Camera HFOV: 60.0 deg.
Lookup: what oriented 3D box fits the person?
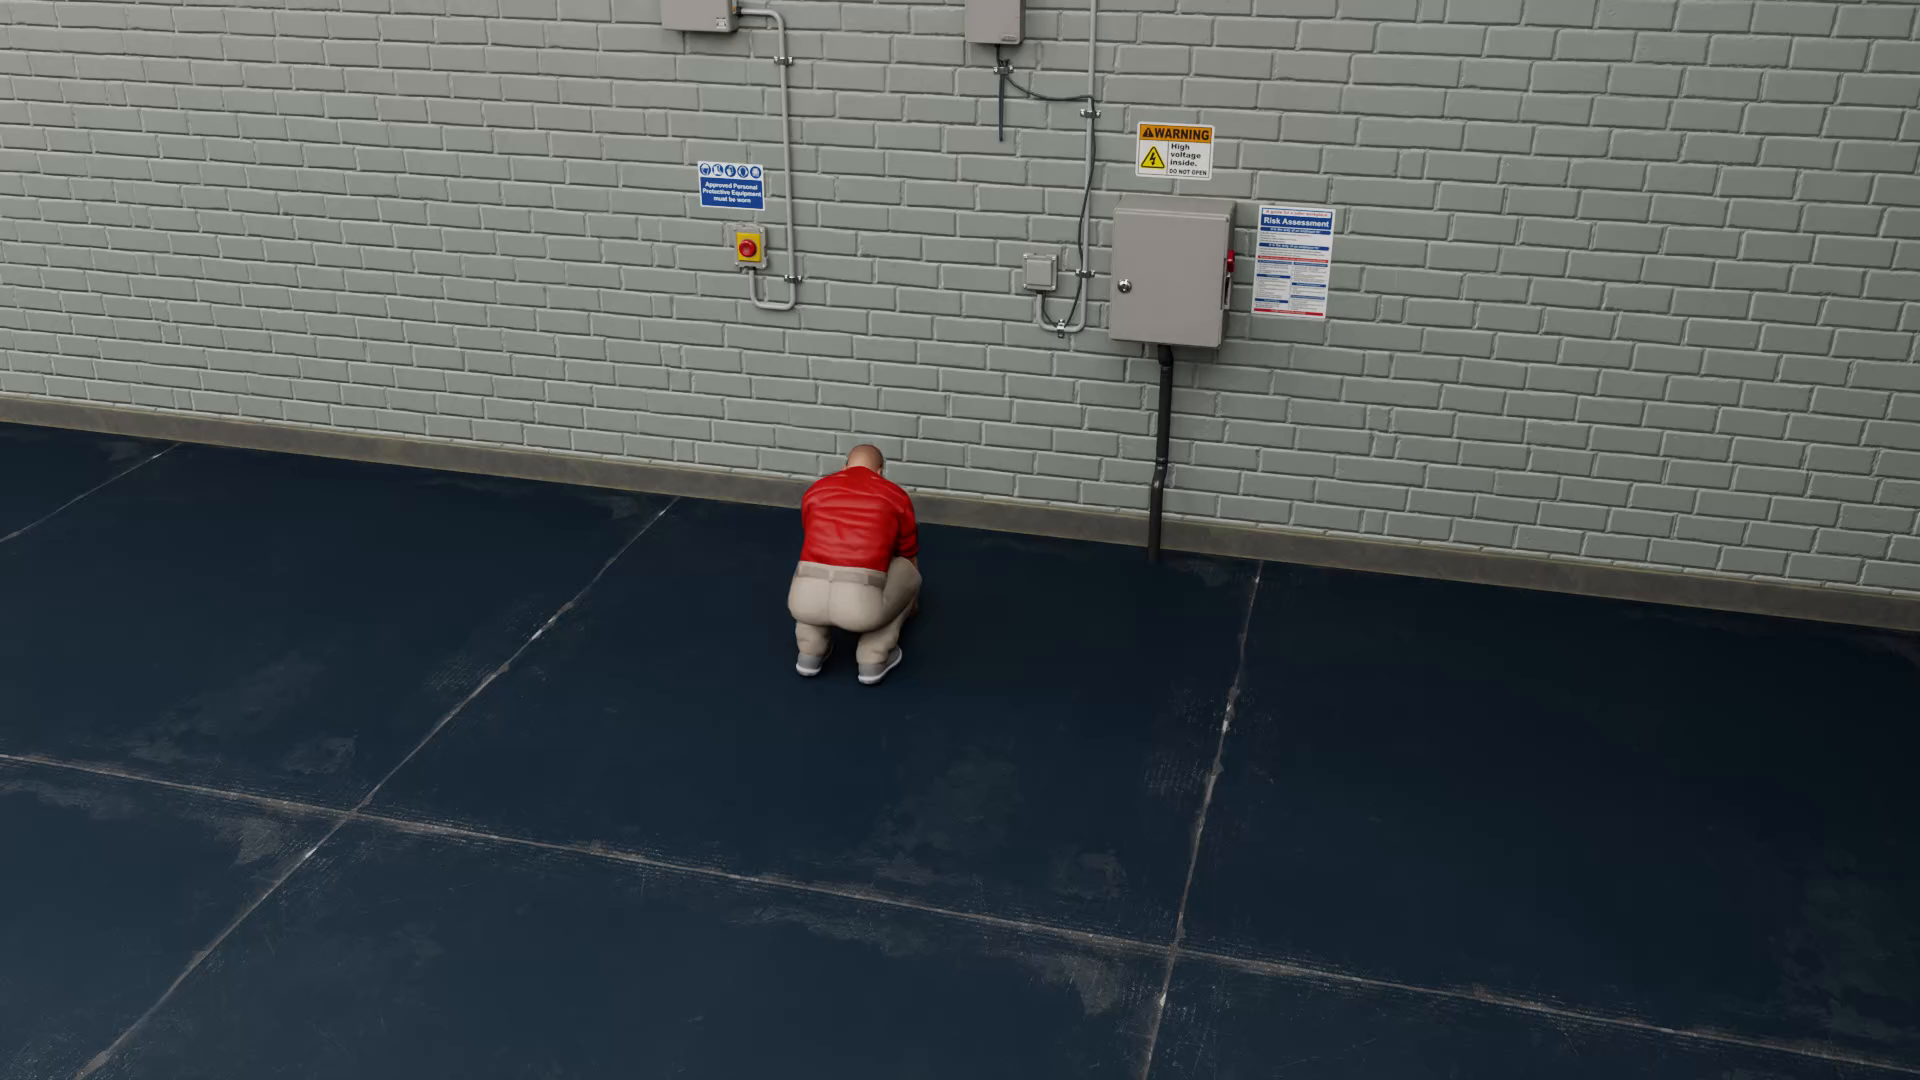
[{"bbox_3d":[-0.449,0.146,7.034,0.533,0.810,0.883,6,26,13],"label":"person"}]
